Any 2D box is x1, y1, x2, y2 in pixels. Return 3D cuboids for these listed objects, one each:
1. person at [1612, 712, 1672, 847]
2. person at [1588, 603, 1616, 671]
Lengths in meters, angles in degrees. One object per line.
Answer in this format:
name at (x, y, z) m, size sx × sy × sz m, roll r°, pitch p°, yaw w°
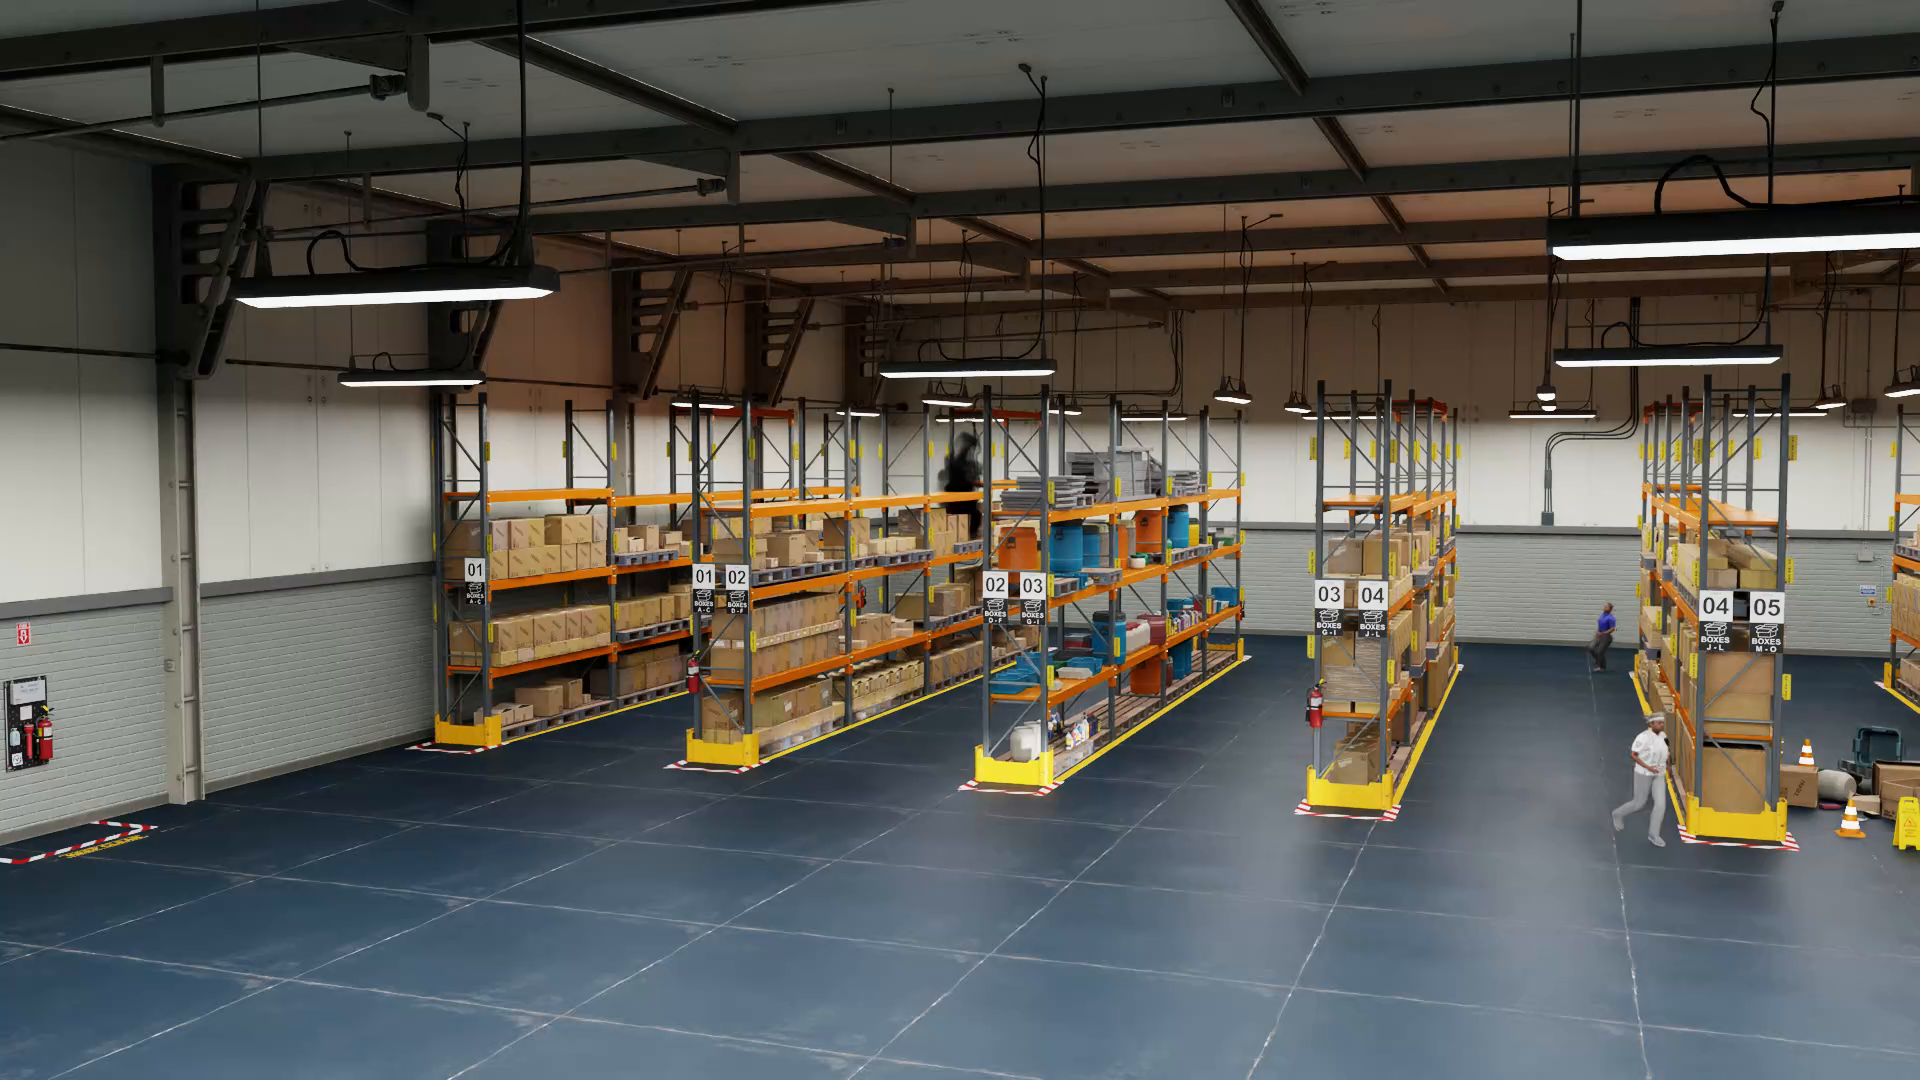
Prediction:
person at (8.890, 3.030, 21.457) m, size 0.643 × 1.684 × 0.821 m, roll -1°, pitch 3°, yaw -20°
person at (14.514, 2.202, 37.577) m, size 0.562 × 1.585 × 0.595 m, roll -1°, pitch 3°, yaw -22°
